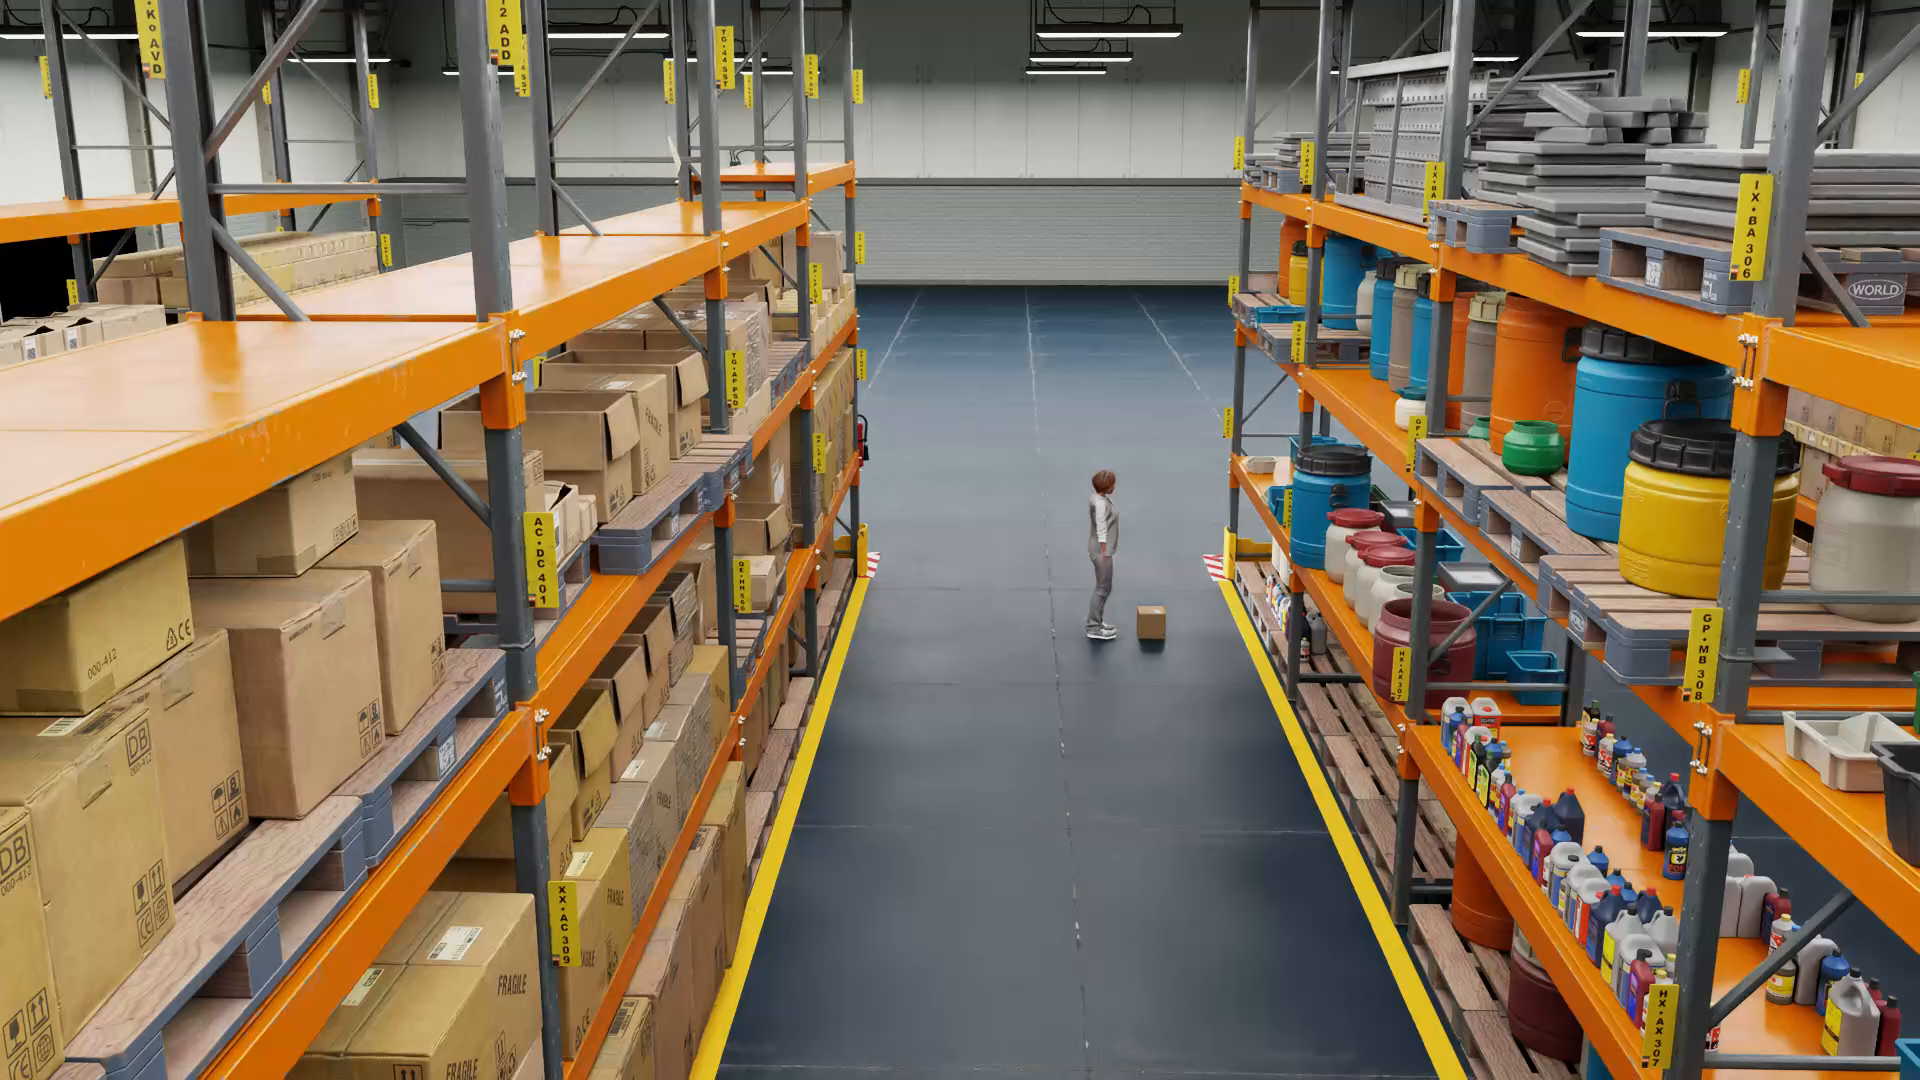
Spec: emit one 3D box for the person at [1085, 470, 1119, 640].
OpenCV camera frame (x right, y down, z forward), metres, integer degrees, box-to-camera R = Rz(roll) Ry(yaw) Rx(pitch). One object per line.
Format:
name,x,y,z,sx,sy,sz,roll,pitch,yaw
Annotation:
person,1.330,0.123,15.553,0.305,1.593,0.407,1,14,3
